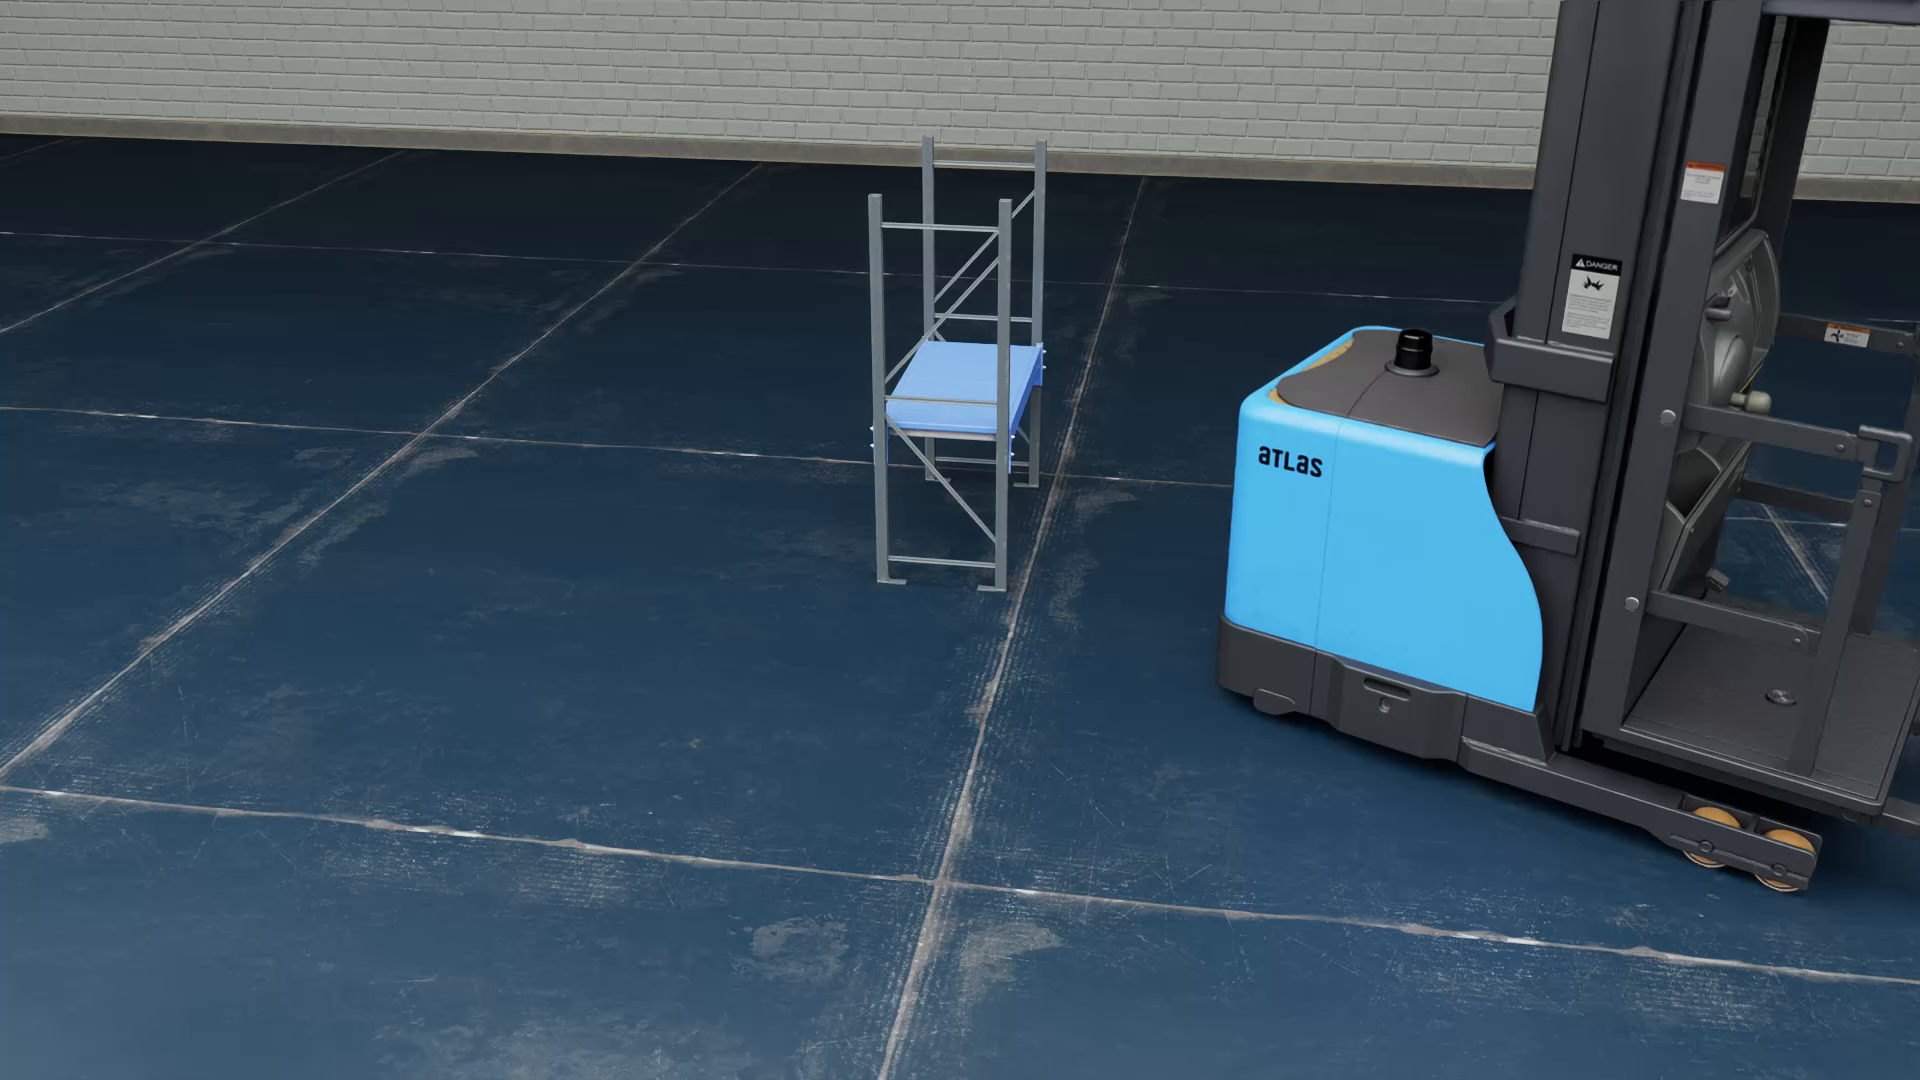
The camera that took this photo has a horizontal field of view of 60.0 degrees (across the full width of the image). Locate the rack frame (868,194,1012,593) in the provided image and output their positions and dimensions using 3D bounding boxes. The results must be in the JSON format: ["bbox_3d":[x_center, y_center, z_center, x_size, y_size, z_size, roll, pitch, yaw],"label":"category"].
[{"bbox_3d":[-0.069,-0.502,6.054,0.500,1.500,0.032,4,25,9],"label":"rack frame"}]

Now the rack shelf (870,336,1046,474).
[{"bbox_3d":[0.014,-0.552,6.585,0.538,0.185,1.000,4,25,9],"label":"rack shelf"}]

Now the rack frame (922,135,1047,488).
[{"bbox_3d":[0.097,-0.928,6.962,0.500,1.500,0.032,4,25,9],"label":"rack frame"}]

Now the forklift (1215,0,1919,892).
[{"bbox_3d":[2.359,-0.602,4.579,3.031,2.935,1.130,16,30,31],"label":"forklift"}]

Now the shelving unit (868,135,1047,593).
[{"bbox_3d":[0.014,-0.715,6.508,0.538,1.500,1.048,4,25,9],"label":"shelving unit"}]
